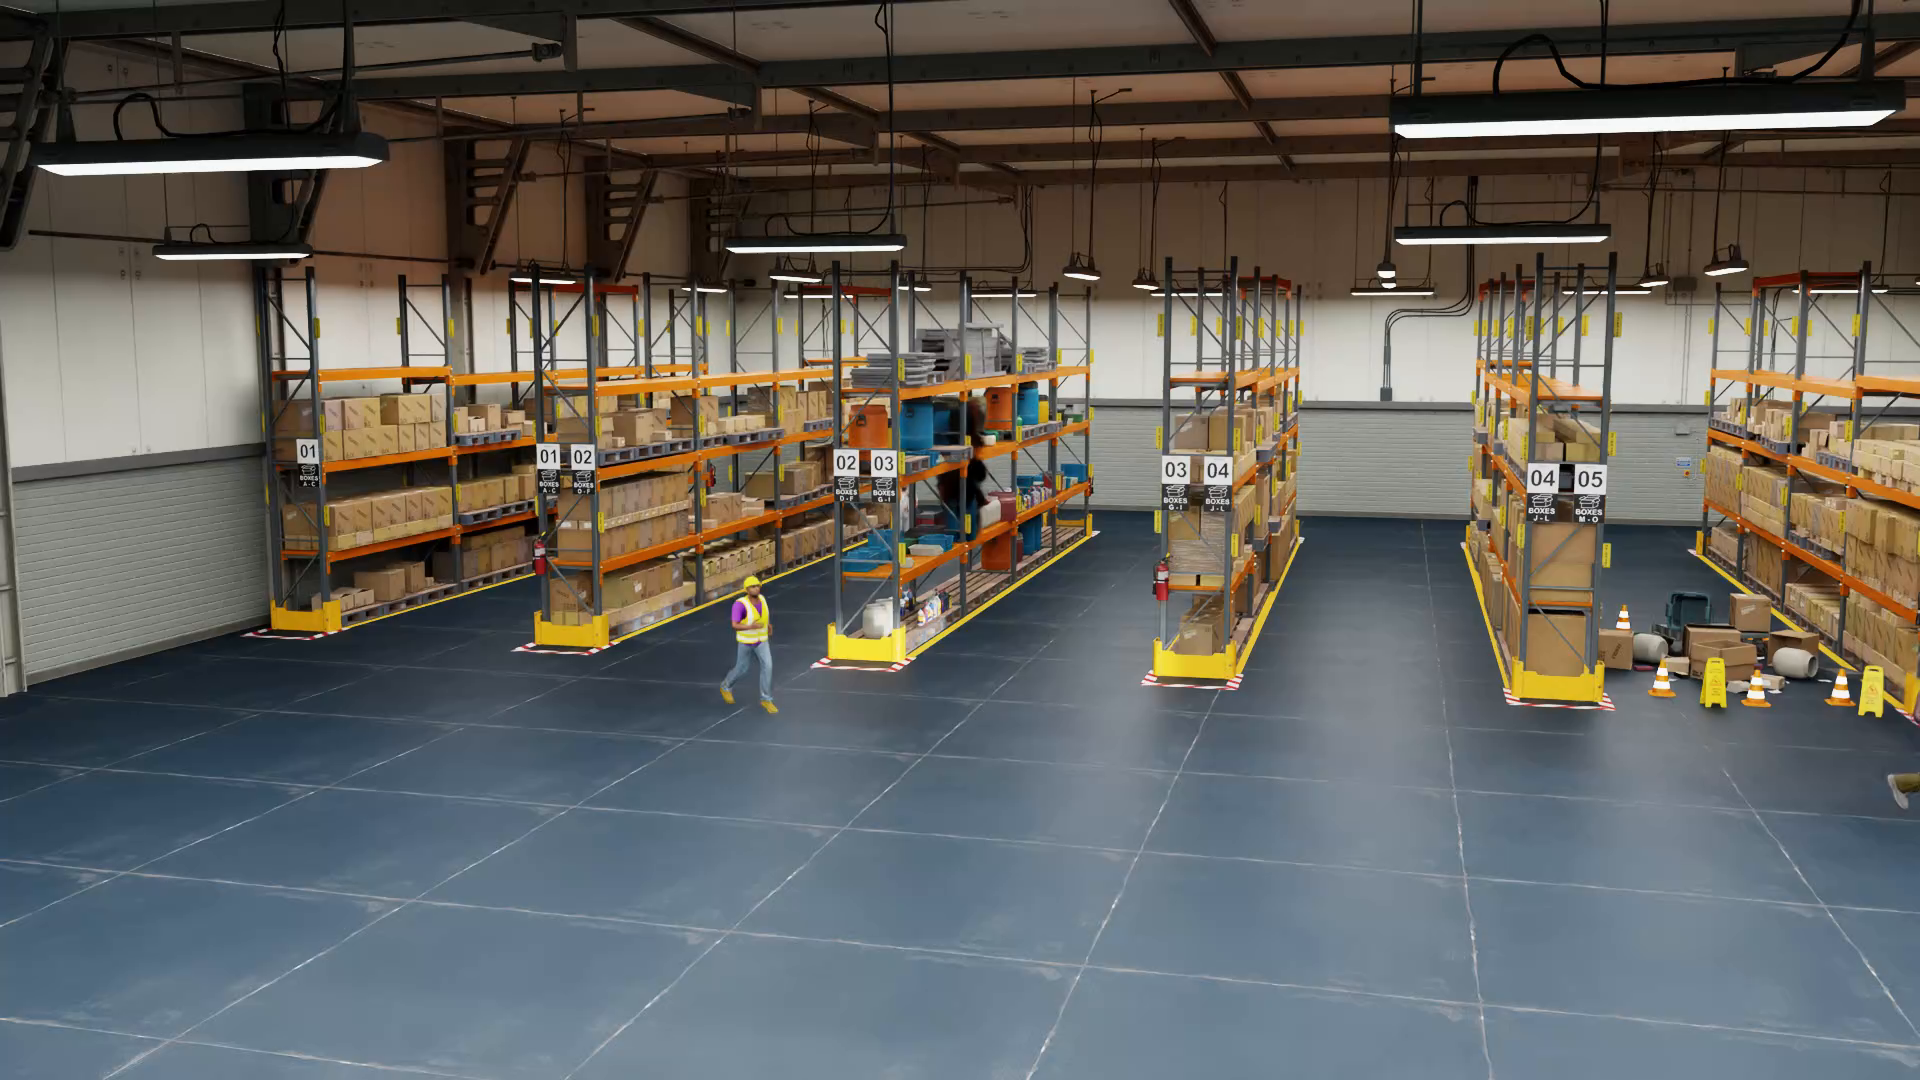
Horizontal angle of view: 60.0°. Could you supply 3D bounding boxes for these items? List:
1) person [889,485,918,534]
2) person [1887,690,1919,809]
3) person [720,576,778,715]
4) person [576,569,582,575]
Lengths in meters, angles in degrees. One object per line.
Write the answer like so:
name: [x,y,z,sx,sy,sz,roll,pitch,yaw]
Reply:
person: [-1.266,-0.544,36.878,0.651,1.738,0.602,0,7,2]
person: [9.842,2.122,16.770,0.723,1.546,0.799,-5,9,-35]
person: [-2.761,1.355,21.897,0.712,1.801,0.948,-7,10,-42]
person: [-6.917,0.285,30.551,0.640,1.791,0.755,2,7,14]
